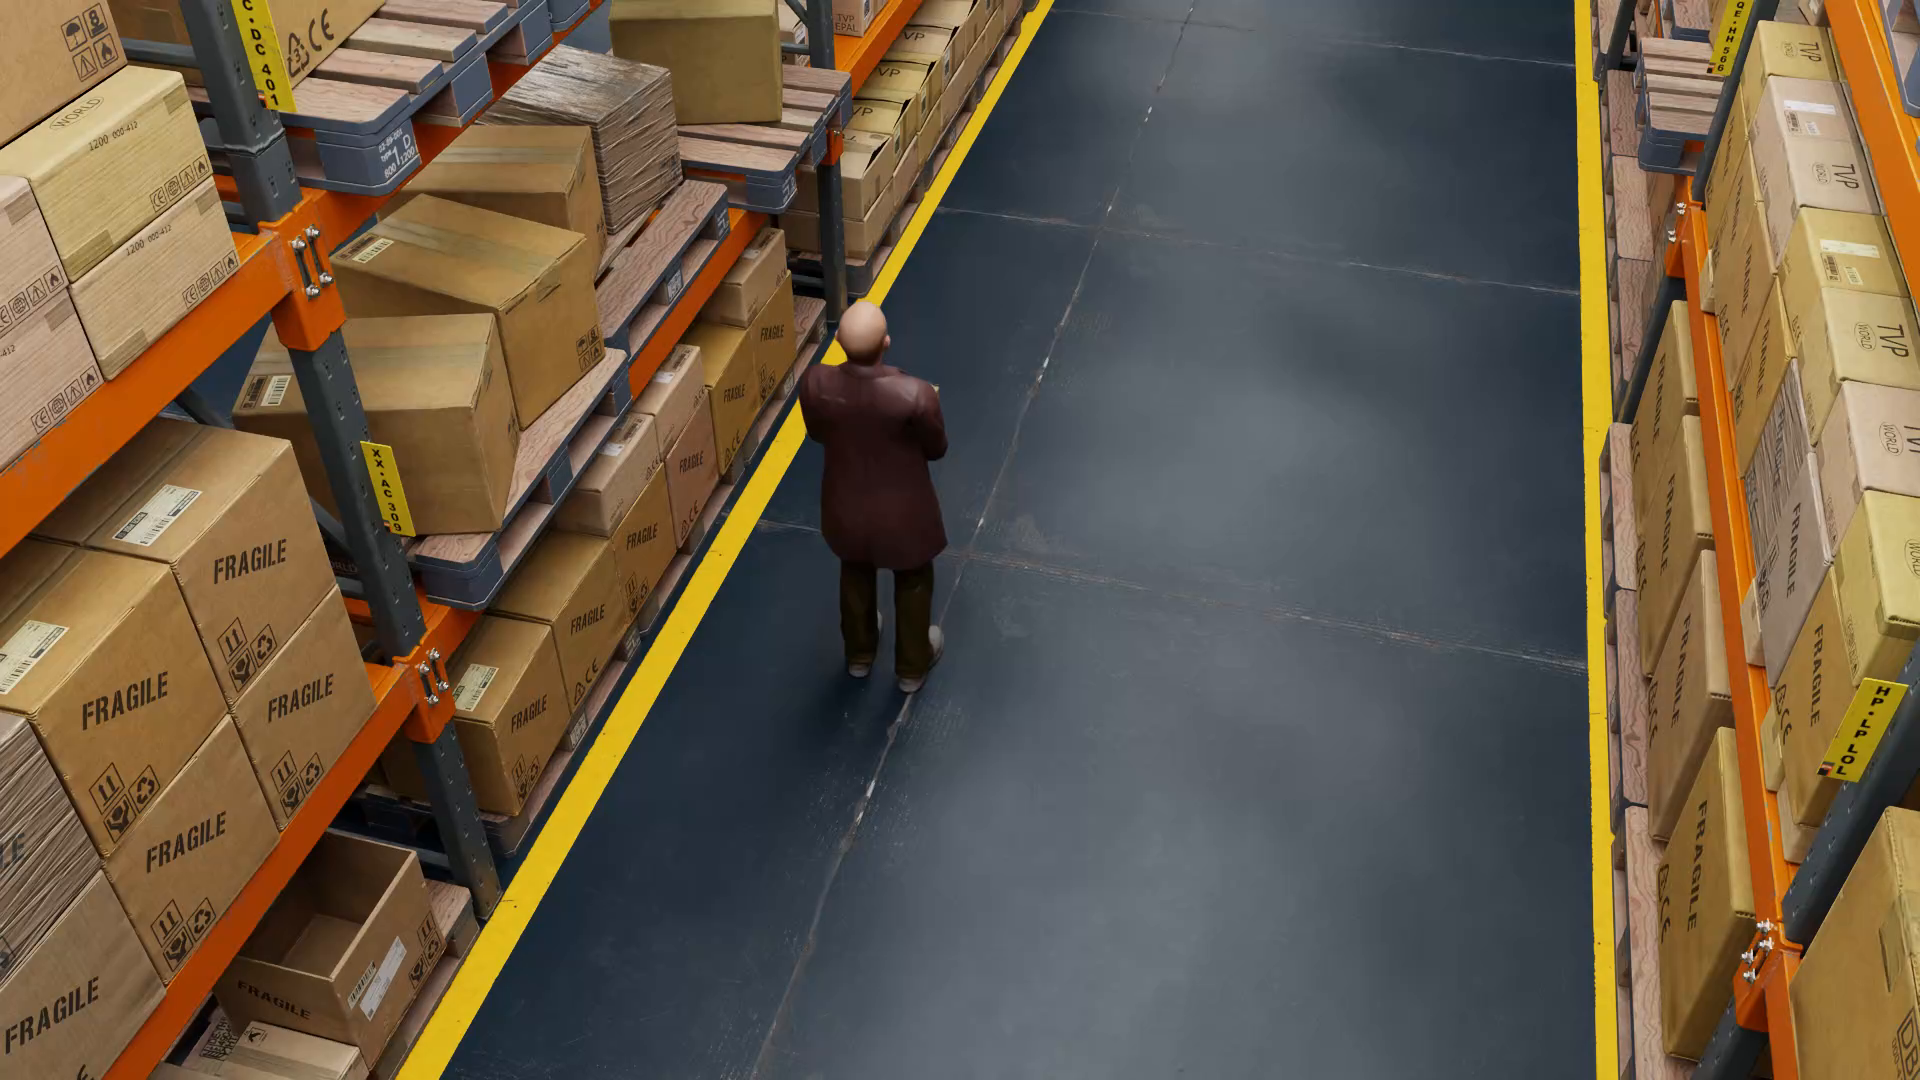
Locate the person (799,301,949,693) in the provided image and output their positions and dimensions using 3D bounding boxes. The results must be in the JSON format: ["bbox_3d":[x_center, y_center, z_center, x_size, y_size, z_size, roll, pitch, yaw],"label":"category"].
[{"bbox_3d":[-0.285,-0.220,6.423,0.542,1.779,0.541,10,41,11],"label":"person"}]
